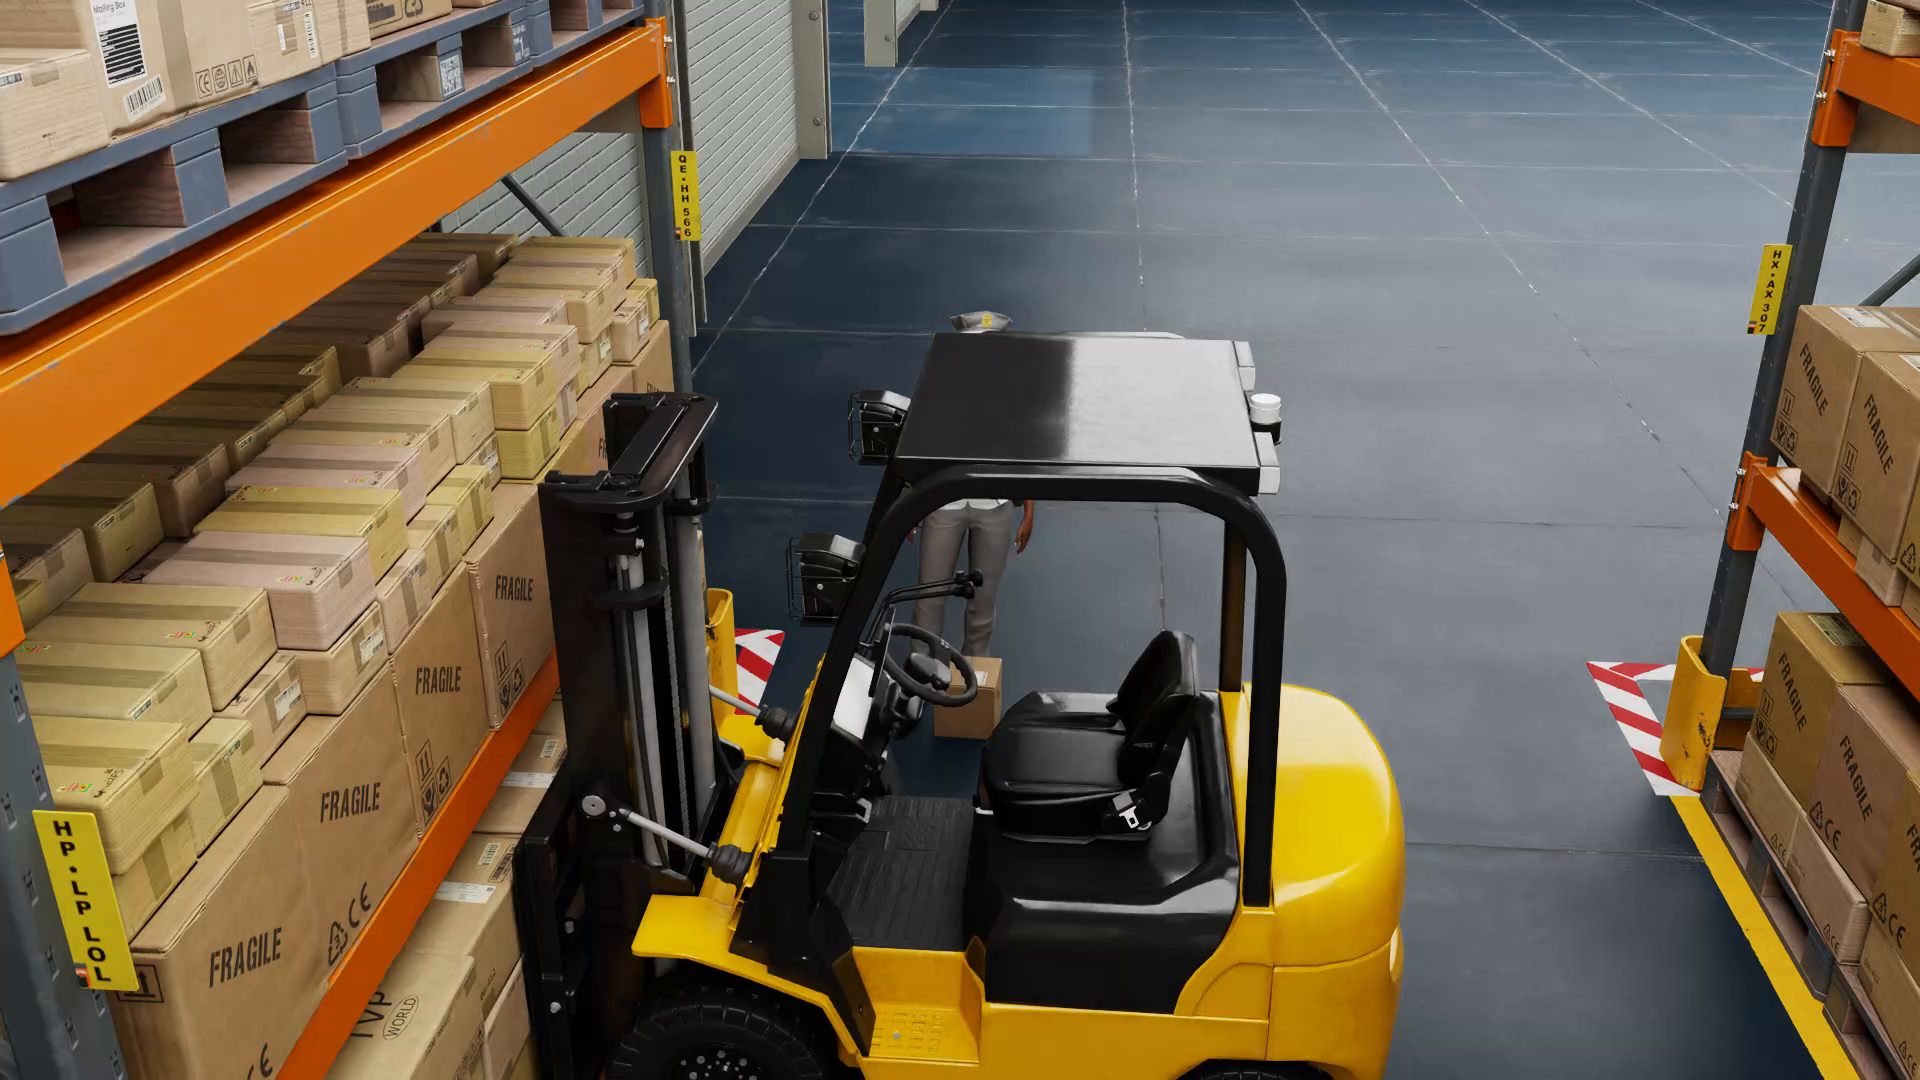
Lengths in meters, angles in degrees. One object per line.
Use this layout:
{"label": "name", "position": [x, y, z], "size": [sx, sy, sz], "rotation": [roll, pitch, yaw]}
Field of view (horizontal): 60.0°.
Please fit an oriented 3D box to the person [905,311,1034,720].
{"label": "person", "position": [0.018, -0.100, 6.761], "size": [0.568, 1.694, 0.529], "rotation": [2, 25, 4]}
